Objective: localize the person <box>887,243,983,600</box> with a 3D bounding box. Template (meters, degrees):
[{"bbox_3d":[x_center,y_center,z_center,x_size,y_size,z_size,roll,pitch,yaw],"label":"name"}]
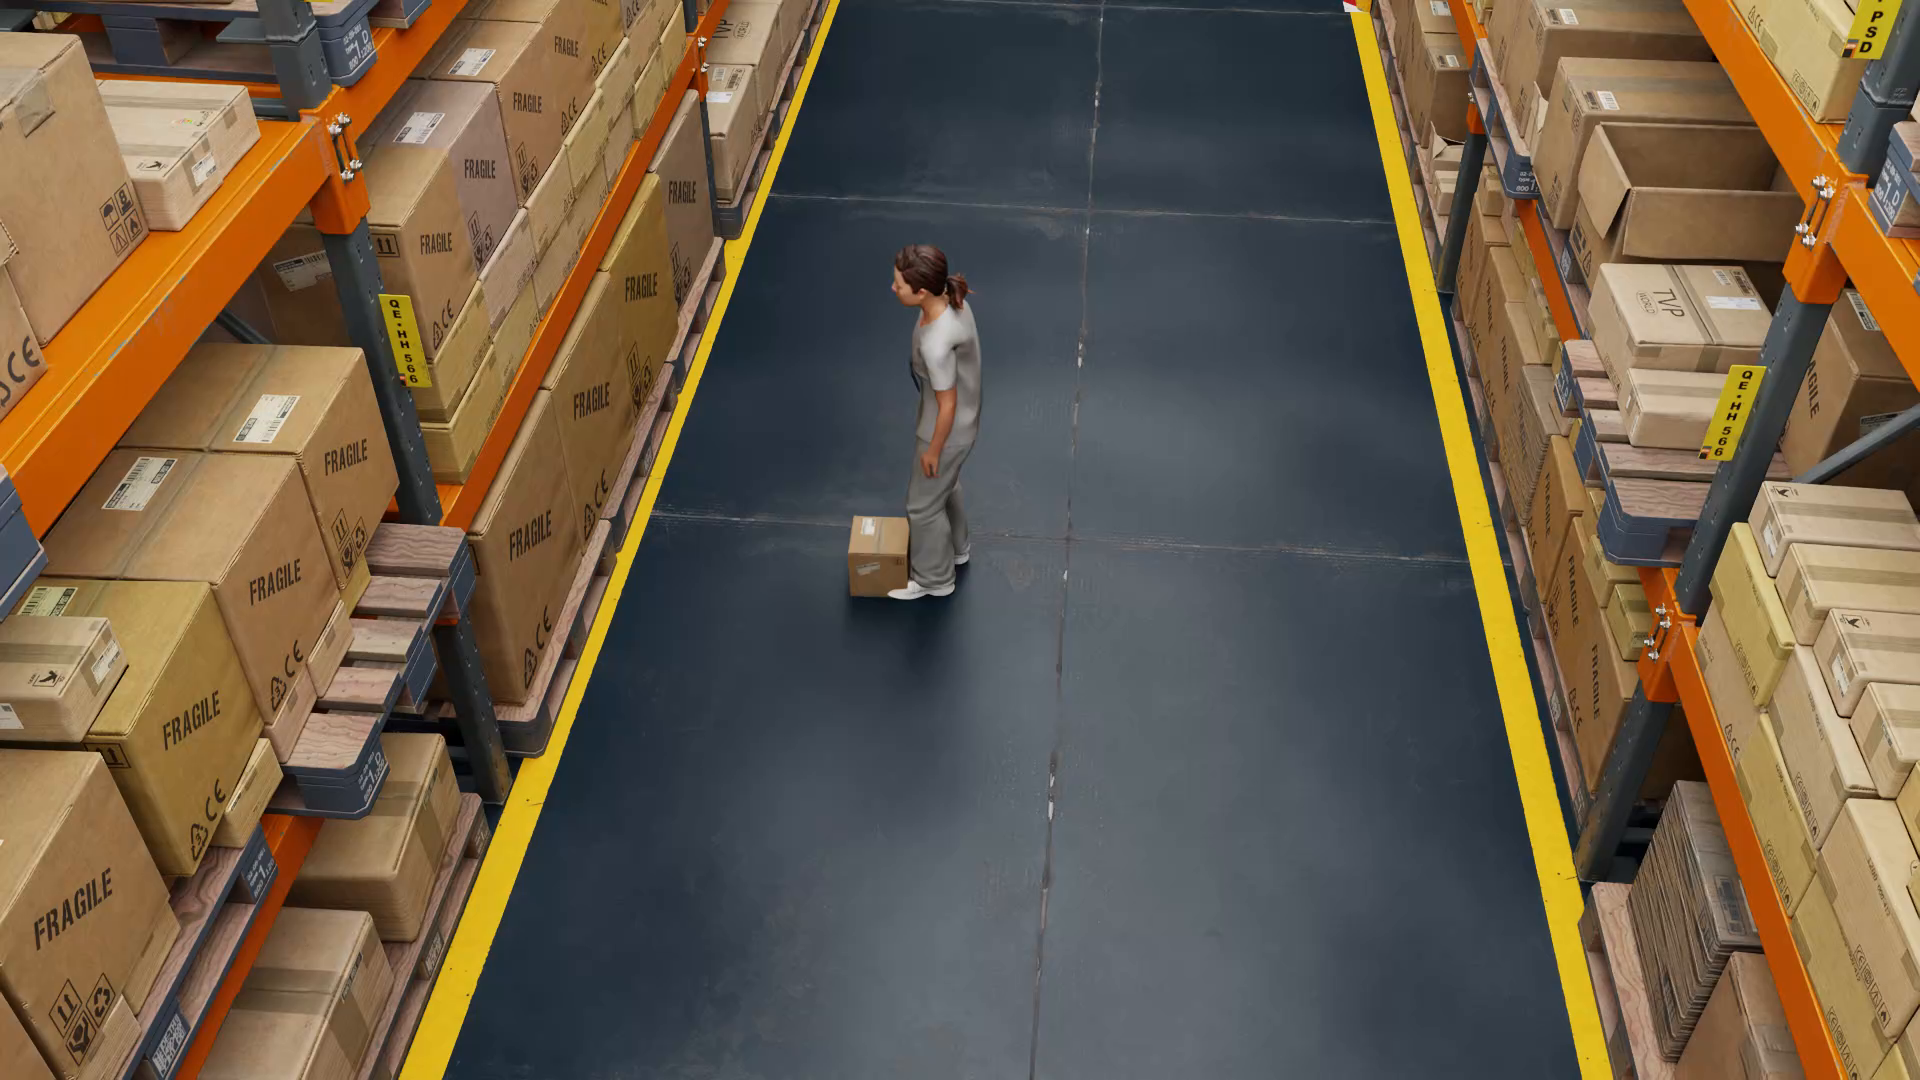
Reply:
[{"bbox_3d":[-0.118,-0.465,6.709,0.416,1.671,0.496,2,40,2],"label":"person"}]
